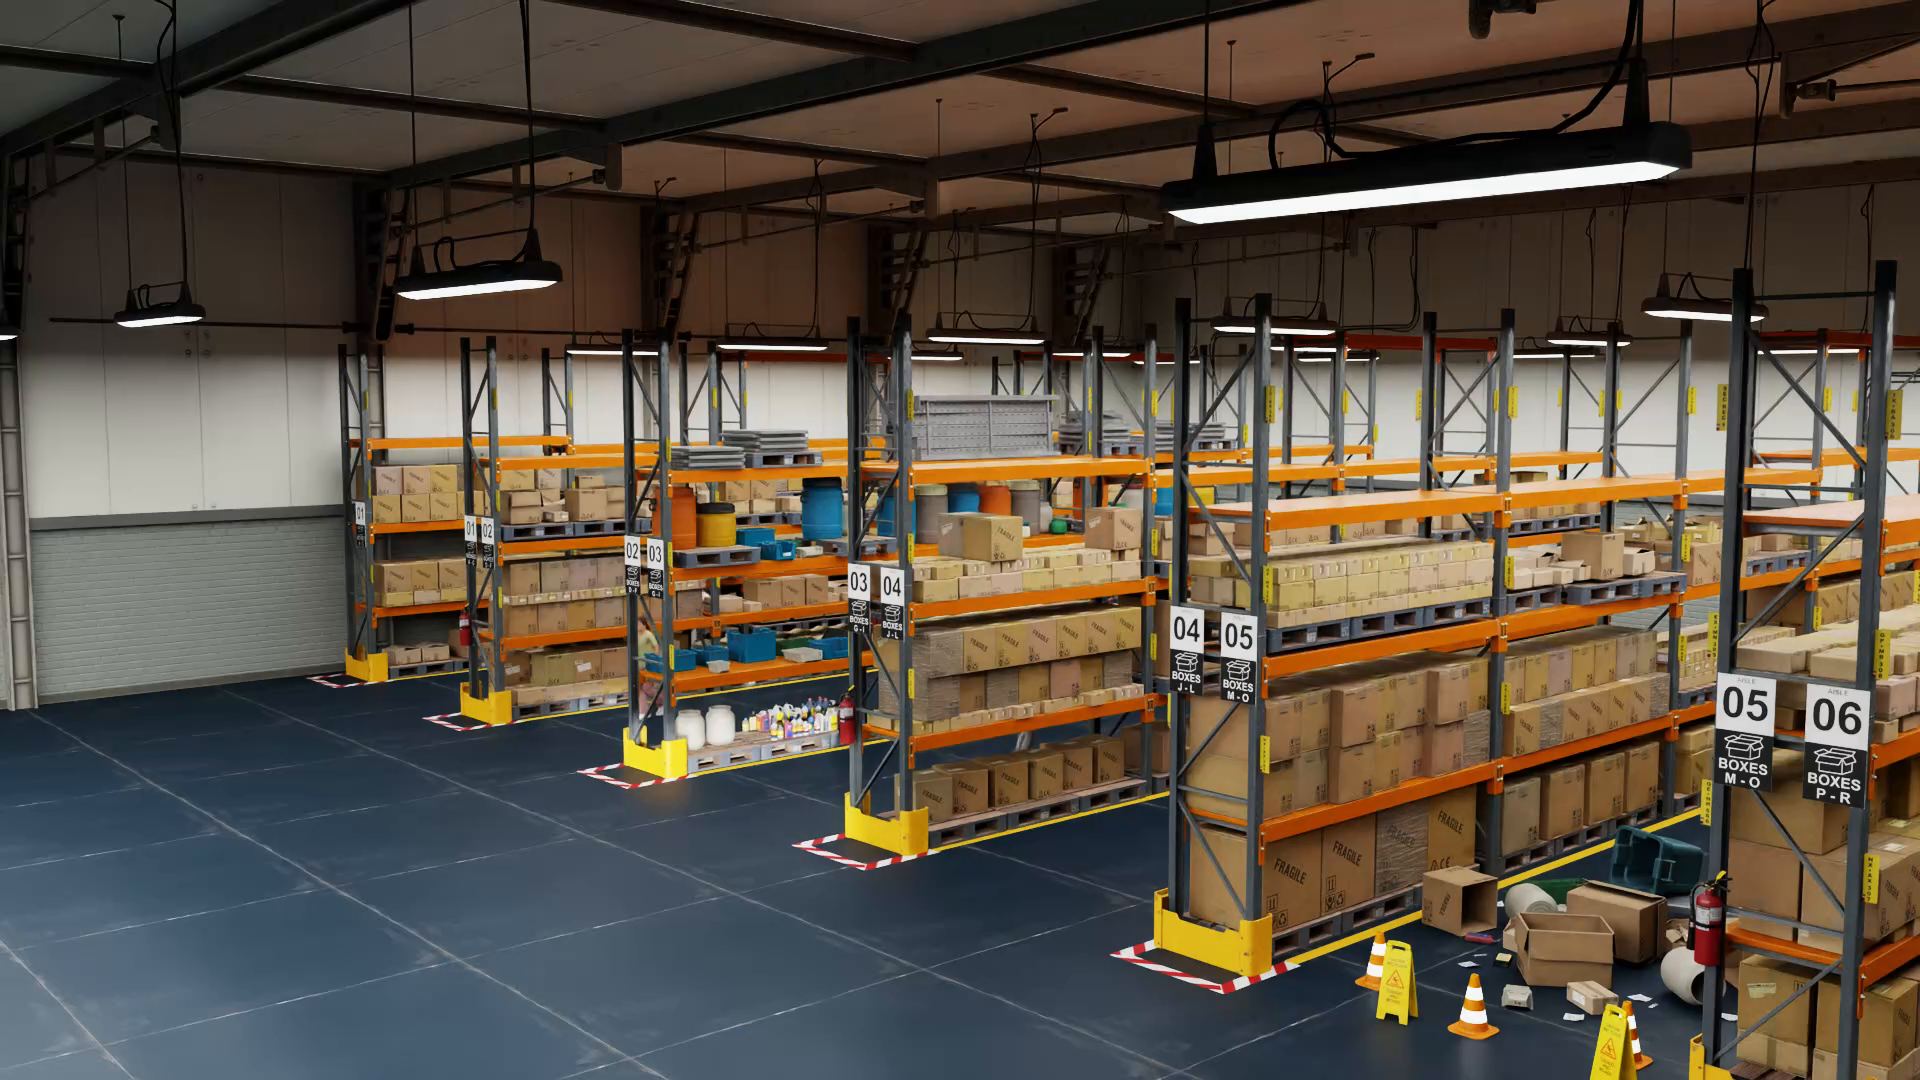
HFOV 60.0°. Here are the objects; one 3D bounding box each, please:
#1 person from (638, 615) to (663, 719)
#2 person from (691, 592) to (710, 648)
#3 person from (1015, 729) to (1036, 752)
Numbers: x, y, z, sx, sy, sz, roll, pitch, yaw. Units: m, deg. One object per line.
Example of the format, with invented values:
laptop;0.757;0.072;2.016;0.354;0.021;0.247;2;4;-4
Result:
person;-4.909;2.002;26.260;0.545;1.657;0.603;5;7;44
person;-4.893;1.549;30.676;0.562;1.708;0.974;4;7;39
person;0.918;2.305;22.555;0.511;1.708;0.475;4;6;37
